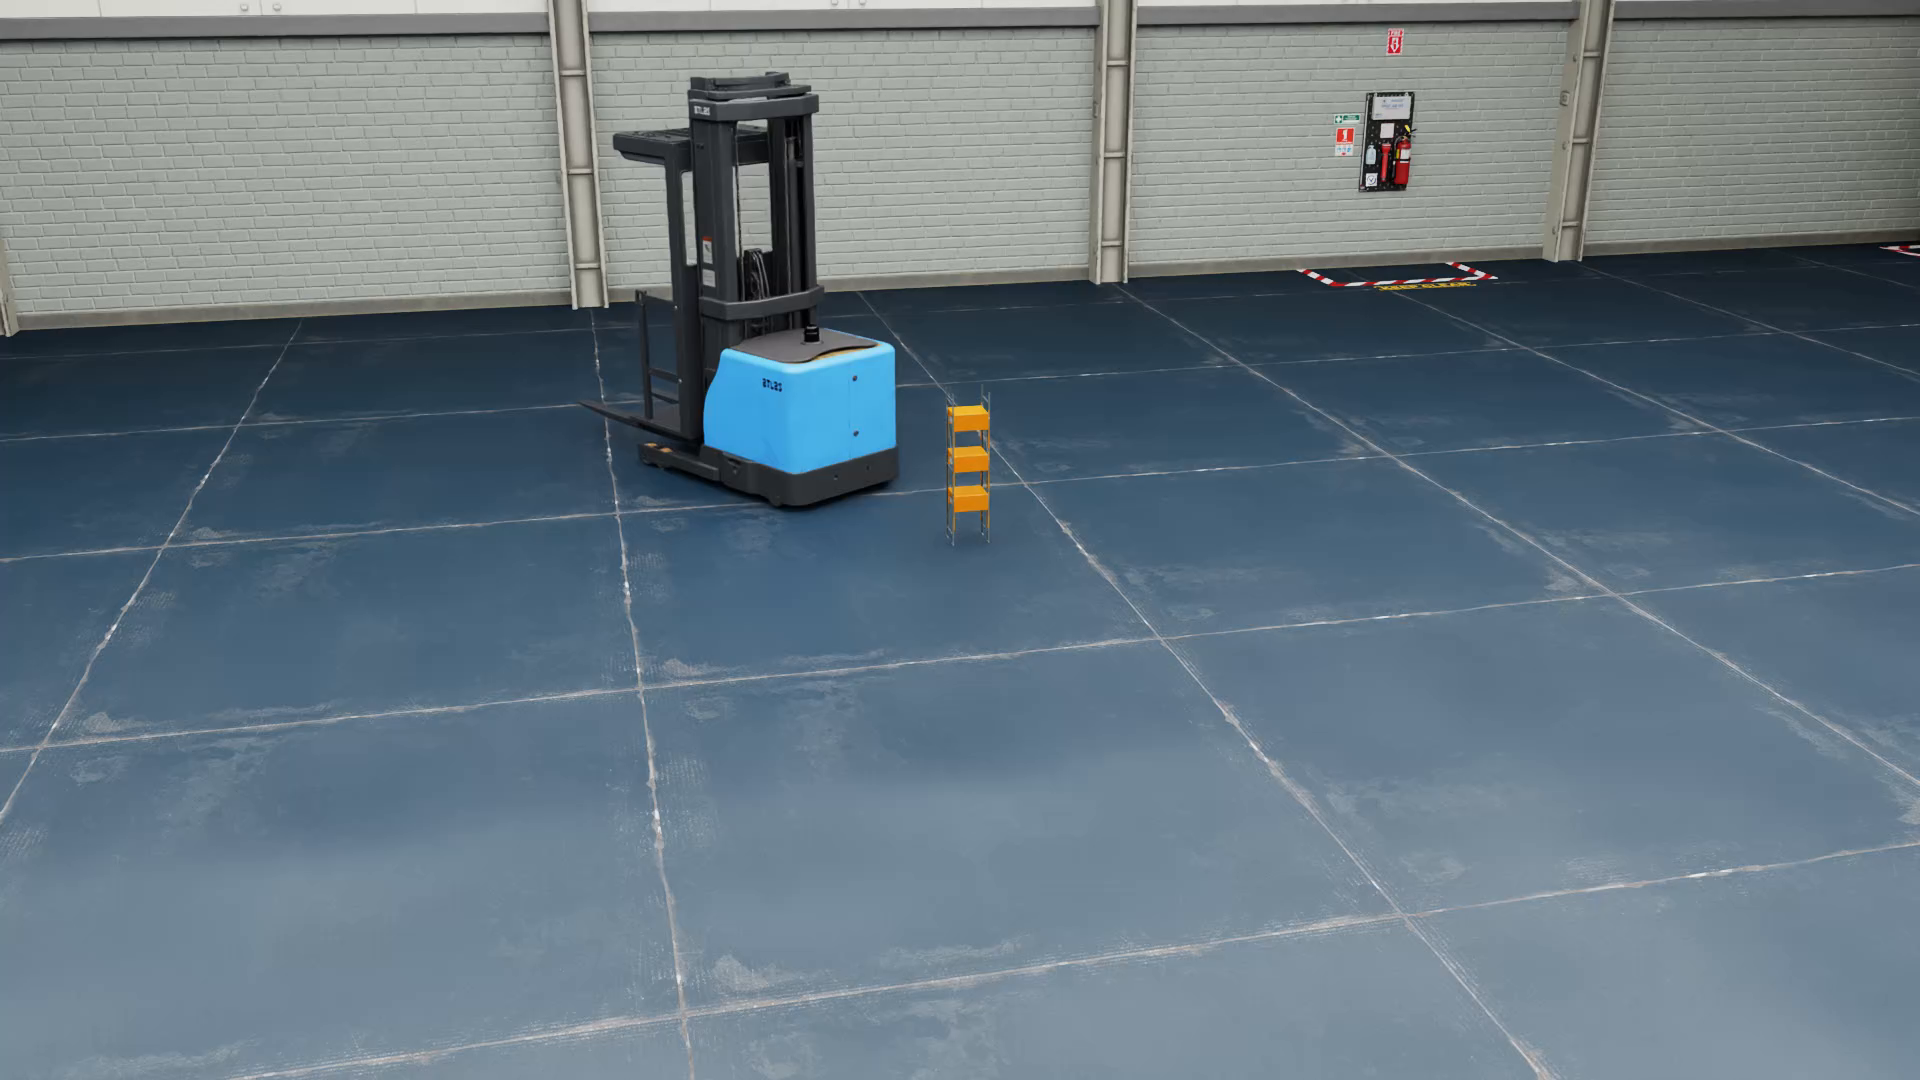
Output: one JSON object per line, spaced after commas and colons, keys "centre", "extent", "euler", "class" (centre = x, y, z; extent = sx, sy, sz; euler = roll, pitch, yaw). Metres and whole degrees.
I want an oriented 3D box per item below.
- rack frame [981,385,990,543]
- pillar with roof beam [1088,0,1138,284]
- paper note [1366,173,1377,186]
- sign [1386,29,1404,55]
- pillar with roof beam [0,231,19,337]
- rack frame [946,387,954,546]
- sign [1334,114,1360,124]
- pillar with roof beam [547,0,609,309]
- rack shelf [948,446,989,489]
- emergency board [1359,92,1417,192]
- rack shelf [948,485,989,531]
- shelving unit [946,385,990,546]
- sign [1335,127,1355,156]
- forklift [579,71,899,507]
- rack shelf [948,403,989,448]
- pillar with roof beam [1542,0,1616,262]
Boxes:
{"centre": [0.171, -0.507, 11.172], "extent": [0.008, 1.050, 0.200], "euler": [-5, 21, -12], "class": "rack frame"}
{"centre": [2.741, -5.853, 14.211], "extent": [0.400, 9.000, 9.100], "euler": [-5, 21, -12], "class": "pillar with roof beam"}
{"centre": [4.988, -4.365, 20.150], "extent": [0.142, 0.148, 0.016], "euler": [-5, 21, -12], "class": "paper note"}
{"centre": [5.145, -5.891, 19.664], "extent": [0.199, 0.298, 0.001], "euler": [-5, 21, -12], "class": "sign"}
{"centre": [-8.937, -4.903, 11.618], "extent": [0.400, 9.000, 9.100], "euler": [-5, 21, -12], "class": "pillar with roof beam"}
{"centre": [-0.067, -0.488, 11.119], "extent": [0.008, 1.050, 0.200], "euler": [-5, 21, -12], "class": "rack frame"}
{"centre": [4.621, -5.023, 19.844], "extent": [0.331, 0.109, 0.001], "euler": [-5, 21, -12], "class": "sign"}
{"centre": [-3.098, -5.378, 12.914], "extent": [0.400, 9.000, 9.100], "euler": [-5, 21, -12], "class": "pillar with roof beam"}
{"centre": [0.052, -0.487, 11.149], "extent": [0.240, 0.259, 0.215], "euler": [-5, 21, -12], "class": "rack shelf"}
{"centre": [5.176, -4.769, 19.974], "extent": [0.643, 1.169, 0.194], "euler": [-5, 21, -12], "class": "emergency board"}
{"centre": [0.052, -0.226, 11.245], "extent": [0.240, 0.259, 0.215], "euler": [-5, 21, -12], "class": "rack shelf"}
{"centre": [0.052, -0.497, 11.146], "extent": [0.252, 1.050, 0.215], "euler": [-5, 21, -12], "class": "shelving unit"}
{"centre": [4.614, -4.777, 19.942], "extent": [0.234, 0.329, 0.001], "euler": [-5, 21, -12], "class": "sign"}
{"centre": [-1.858, -2.029, 12.592], "extent": [3.031, 2.935, 1.130], "euler": [19, 27, 41], "class": "forklift"}
{"centre": [0.052, -0.754, 11.052], "extent": [0.240, 0.259, 0.215], "euler": [-5, 21, -12], "class": "rack shelf"}
{"centre": [8.580, -6.328, 15.507], "extent": [0.400, 9.000, 9.100], "euler": [-5, 21, -12], "class": "pillar with roof beam"}
